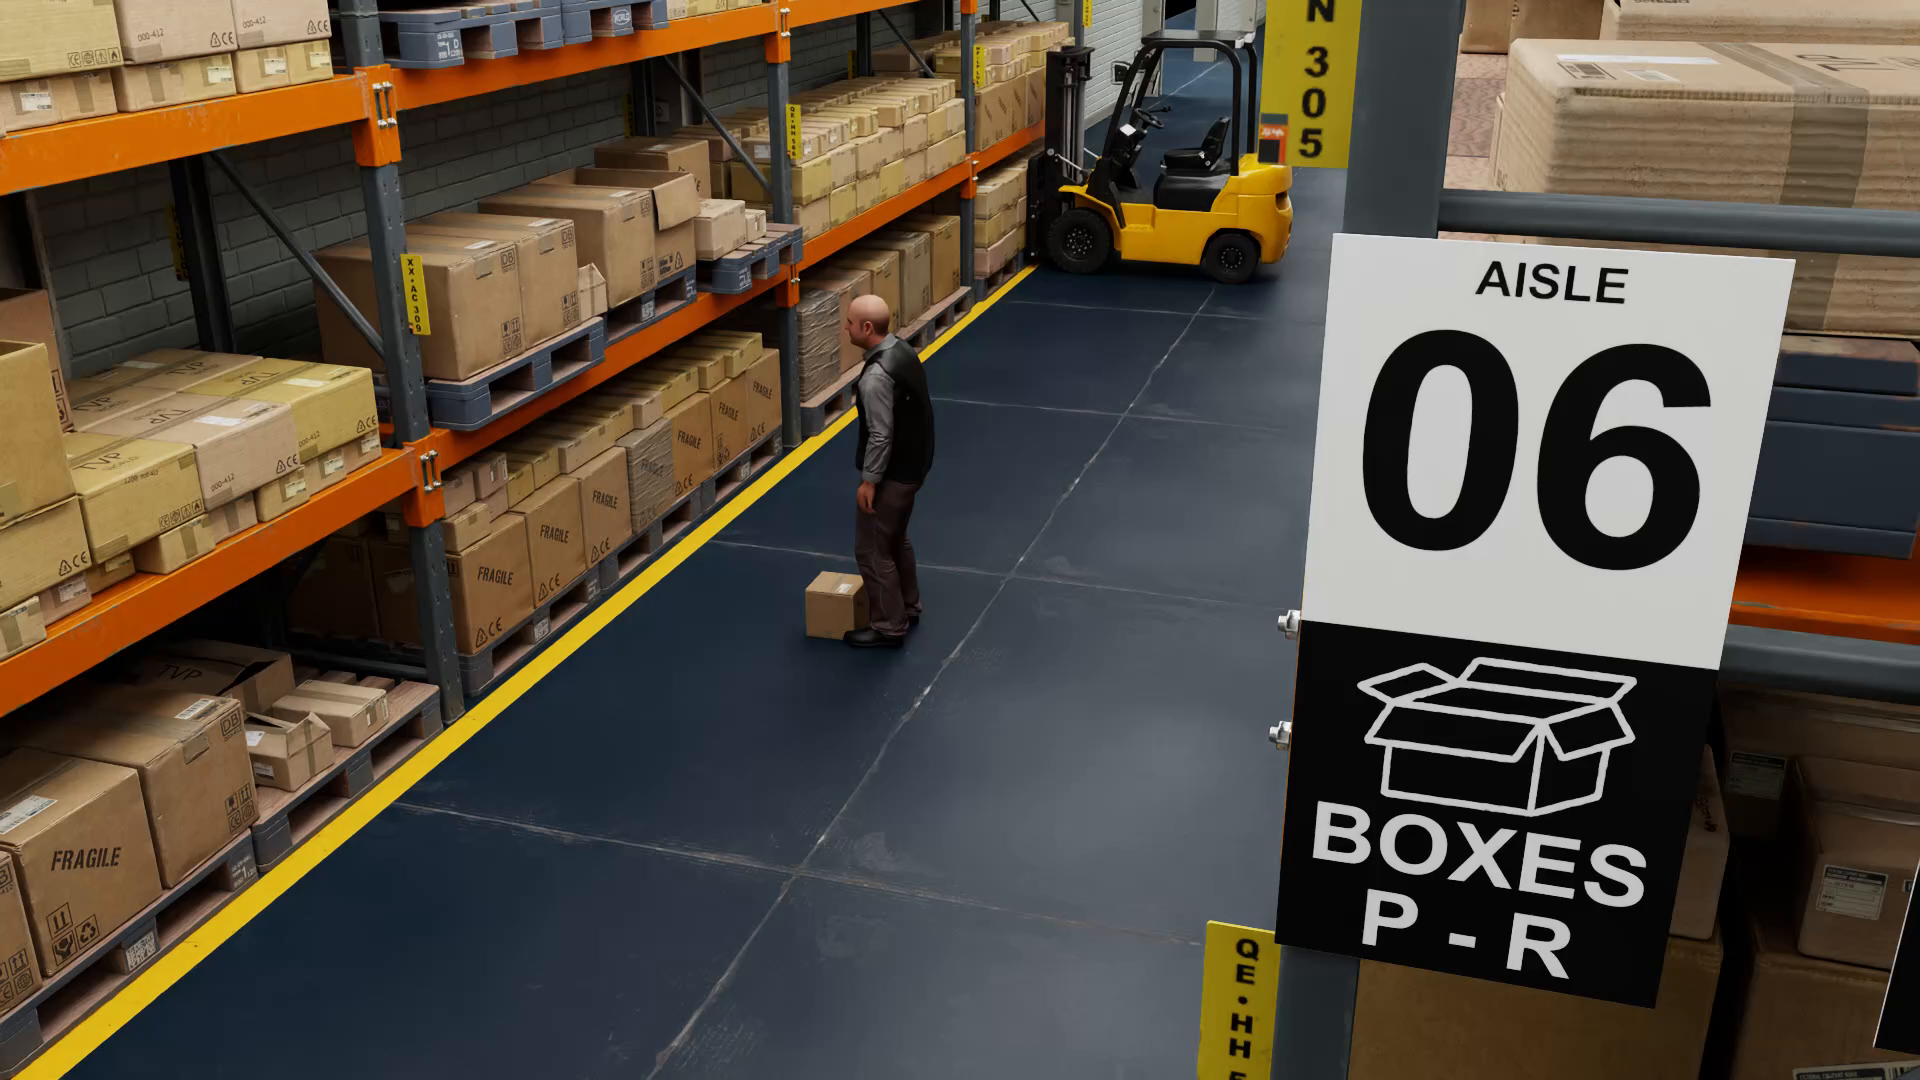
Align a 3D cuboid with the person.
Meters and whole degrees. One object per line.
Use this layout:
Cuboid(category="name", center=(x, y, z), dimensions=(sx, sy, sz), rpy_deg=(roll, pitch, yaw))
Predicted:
Cuboid(category="person", center=(-0.337, -0.324, 7.933), dimensions=(0.426, 1.720, 0.585), rpy_deg=(5, 22, 13))
